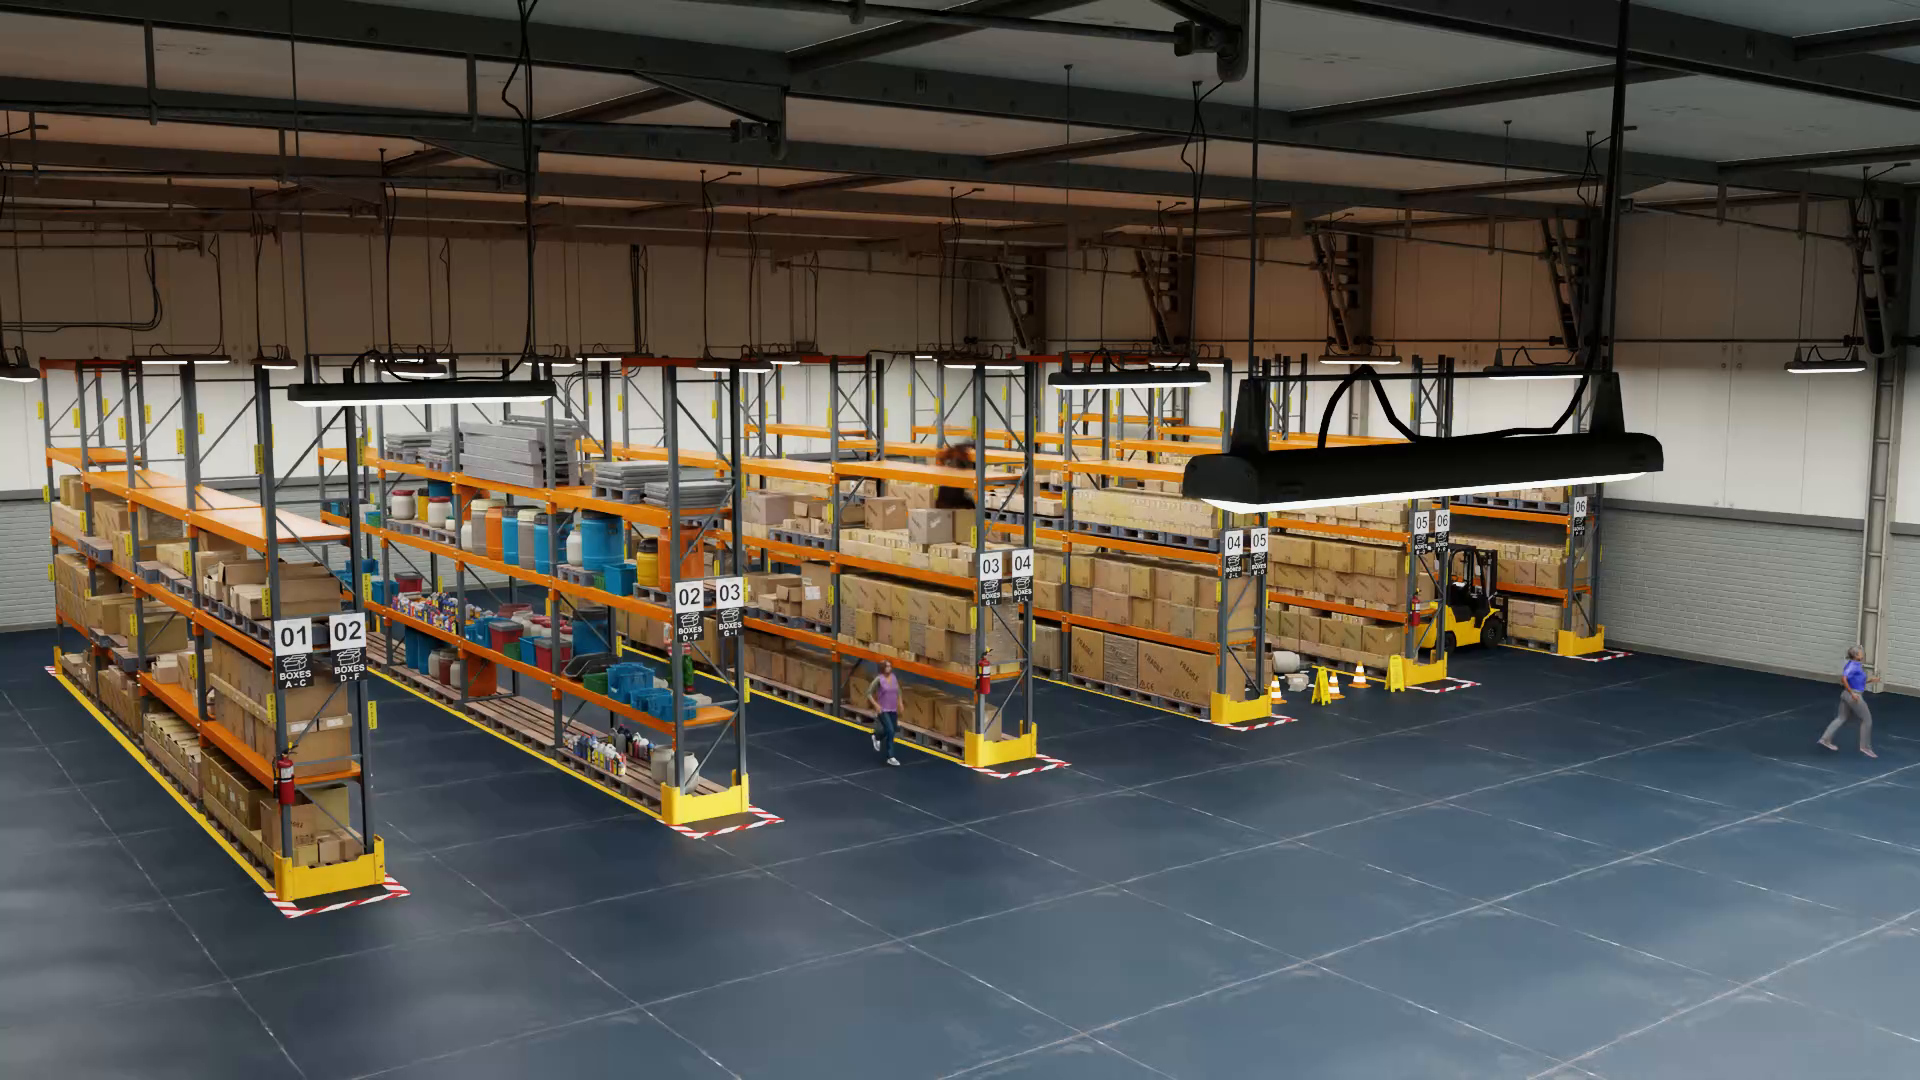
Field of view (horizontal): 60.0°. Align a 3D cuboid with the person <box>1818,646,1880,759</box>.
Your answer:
[{"bbox_3d":[13.592,2.466,25.351,0.786,1.710,0.555,1,7,8],"label":"person"}]

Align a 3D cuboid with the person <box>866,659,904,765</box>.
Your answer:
[{"bbox_3d":[-1.145,2.560,24.986,0.568,1.571,0.738,-5,9,-38],"label":"person"}]

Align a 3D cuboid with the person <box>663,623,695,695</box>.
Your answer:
[{"bbox_3d":[-4.832,1.988,28.591,0.988,1.783,0.652,6,9,39],"label":"person"}]

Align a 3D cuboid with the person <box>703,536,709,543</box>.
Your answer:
[{"bbox_3d":[-6.452,0.650,40.611,0.736,1.663,0.699,5,9,37],"label":"person"}]
